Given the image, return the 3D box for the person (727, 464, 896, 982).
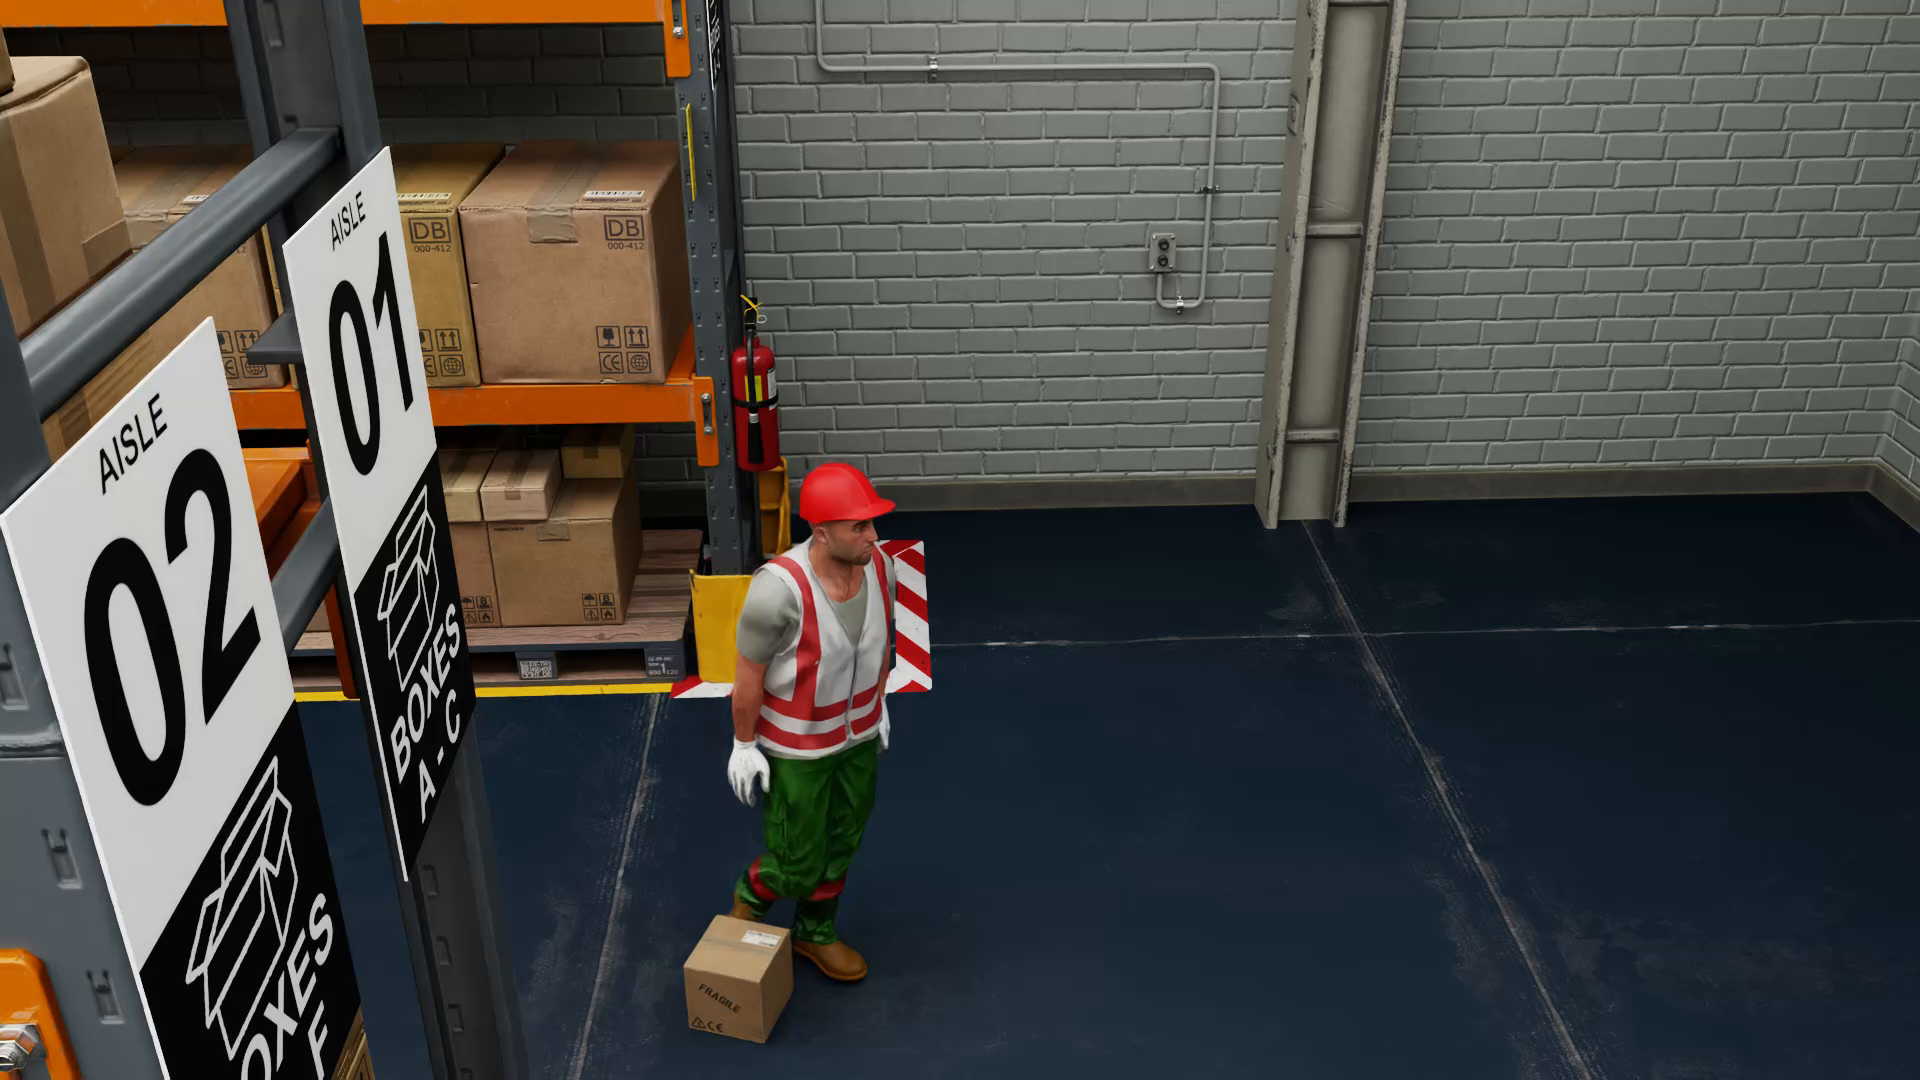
[{"bbox_3d":[-0.451,0.565,4.987,0.587,1.781,0.556,-24,36,-38],"label":"person"}]
